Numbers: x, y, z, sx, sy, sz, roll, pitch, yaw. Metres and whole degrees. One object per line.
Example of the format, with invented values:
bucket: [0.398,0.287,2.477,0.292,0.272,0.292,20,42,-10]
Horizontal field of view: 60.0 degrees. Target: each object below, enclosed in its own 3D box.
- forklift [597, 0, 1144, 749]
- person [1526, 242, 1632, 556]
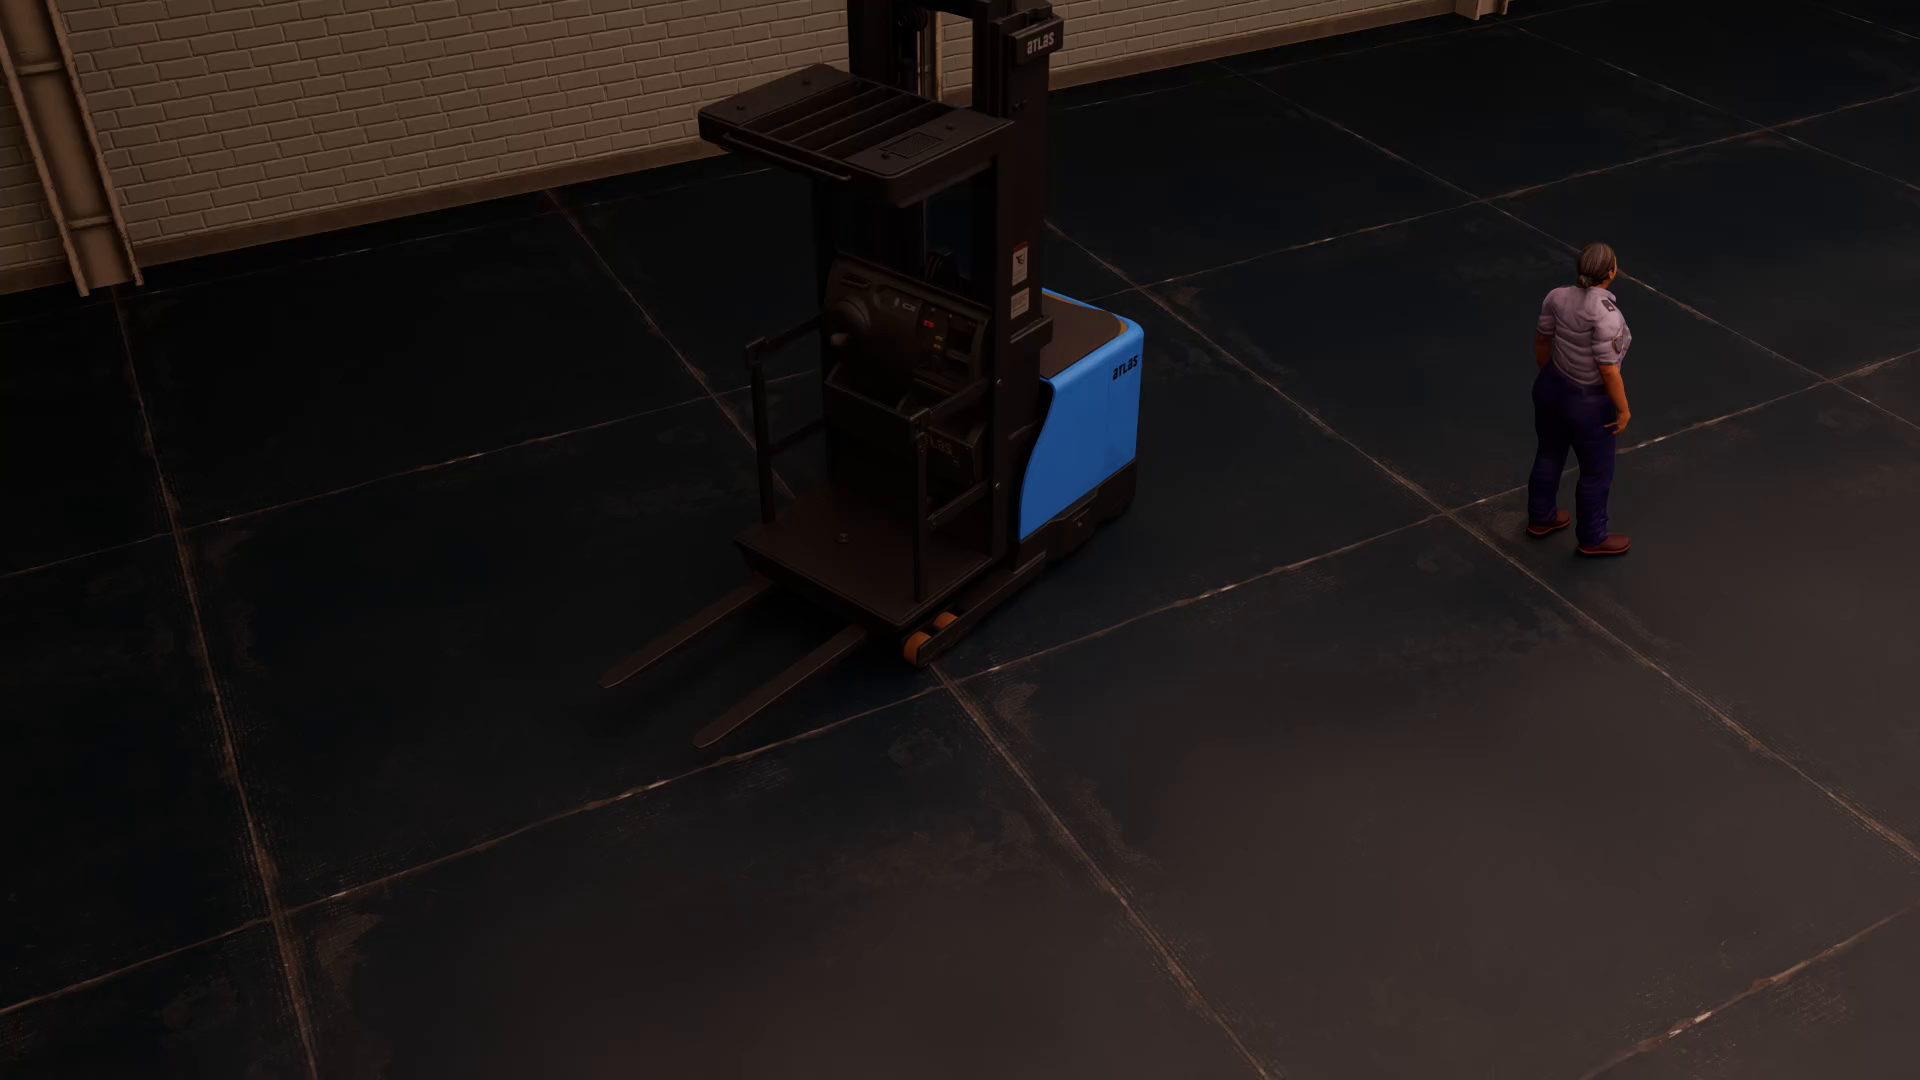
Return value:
forklift: [-0.390,-0.927,7.434,1.130,2.935,3.031,26,43,31]
person: [3.127,-0.712,8.230,0.502,1.651,0.598,-17,38,-22]
